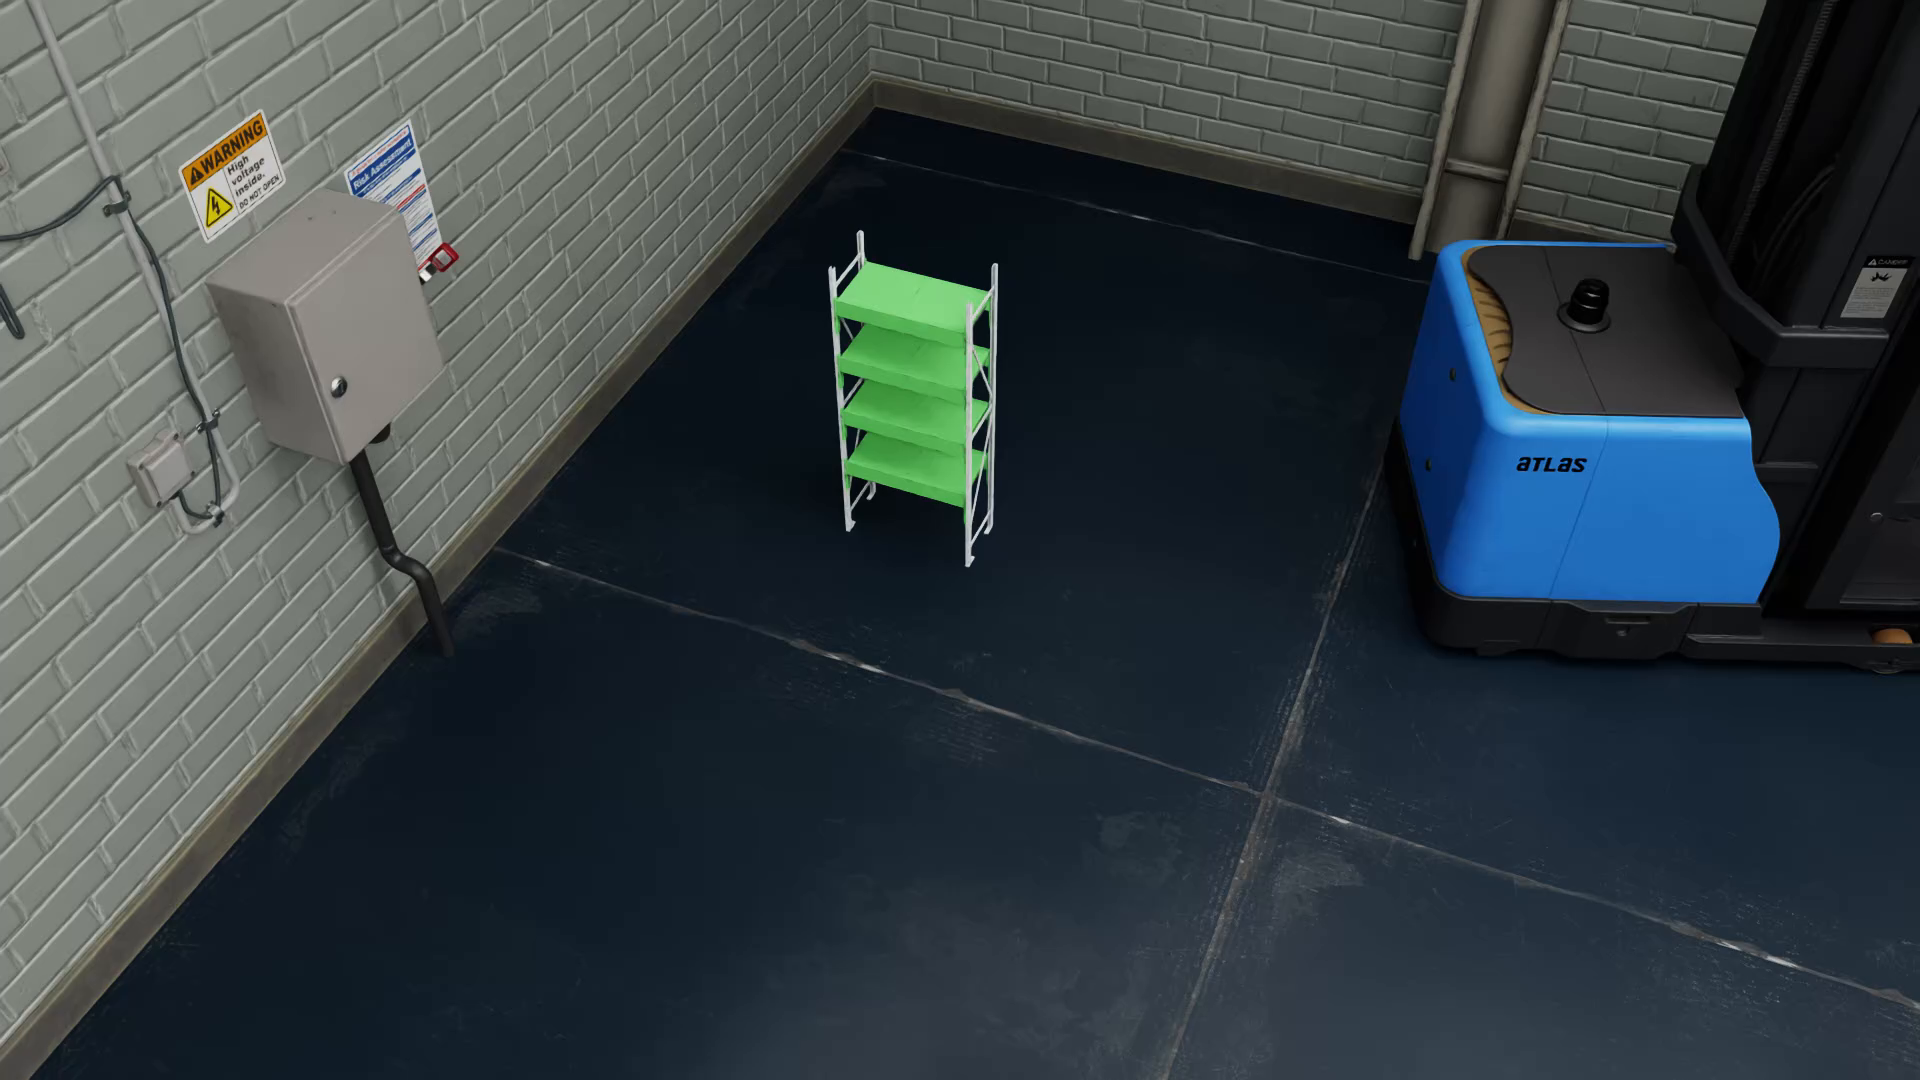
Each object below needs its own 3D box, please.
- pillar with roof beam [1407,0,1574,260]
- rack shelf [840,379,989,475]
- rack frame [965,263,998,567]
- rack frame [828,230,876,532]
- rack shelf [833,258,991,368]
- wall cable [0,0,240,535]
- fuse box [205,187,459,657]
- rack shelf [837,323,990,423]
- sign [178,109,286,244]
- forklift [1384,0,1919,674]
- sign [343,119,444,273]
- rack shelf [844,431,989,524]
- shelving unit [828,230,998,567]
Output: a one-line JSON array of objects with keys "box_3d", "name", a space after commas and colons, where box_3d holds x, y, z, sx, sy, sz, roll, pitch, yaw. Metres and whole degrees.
[{"box_3d": [0.611, -1.712, 1.591, 0.400, 9.000, 9.100, 16, 47, 16], "name": "pillar with roof beam"}, {"box_3d": [-0.153, -0.425, 5.917, 0.480, 0.148, 0.258, 16, 47, 16], "name": "rack shelf"}, {"box_3d": [0.072, -0.404, 5.805, 0.015, 1.200, 0.240, 16, 47, 16], "name": "rack frame"}, {"box_3d": [-0.378, -0.537, 5.939, 0.015, 1.200, 0.240, 16, 47, 16], "name": "rack frame"}, {"box_3d": [-0.153, -0.765, 5.578, 0.480, 0.148, 0.258, 16, 47, 16], "name": "rack shelf"}, {"box_3d": [-2.176, -0.640, 4.046, 0.122, 1.984, 0.588, 16, 47, 16], "name": "wall cable"}, {"box_3d": [-1.768, -0.224, 5.262, 0.414, 1.711, 0.539, 16, 47, 16], "name": "fuse box"}, {"box_3d": [-0.153, -0.595, 5.748, 0.480, 0.148, 0.258, 16, 47, 16], "name": "rack shelf"}, {"box_3d": [-1.980, -0.994, 4.537, 0.001, 0.242, 0.339, 16, 47, 16], "name": "sign"}, {"box_3d": [3.145, -0.954, 5.131, 3.031, 2.935, 1.130, 1, 45, 1], "name": "forklift"}, {"box_3d": [-1.769, -1.025, 5.221, 0.001, 0.494, 0.329, 16, 47, 16], "name": "sign"}, {"box_3d": [-0.153, -0.255, 6.086, 0.480, 0.148, 0.258, 16, 47, 16], "name": "rack shelf"}, {"box_3d": [-0.153, -0.470, 5.872, 0.503, 1.200, 0.258, 16, 47, 16], "name": "shelving unit"}]
